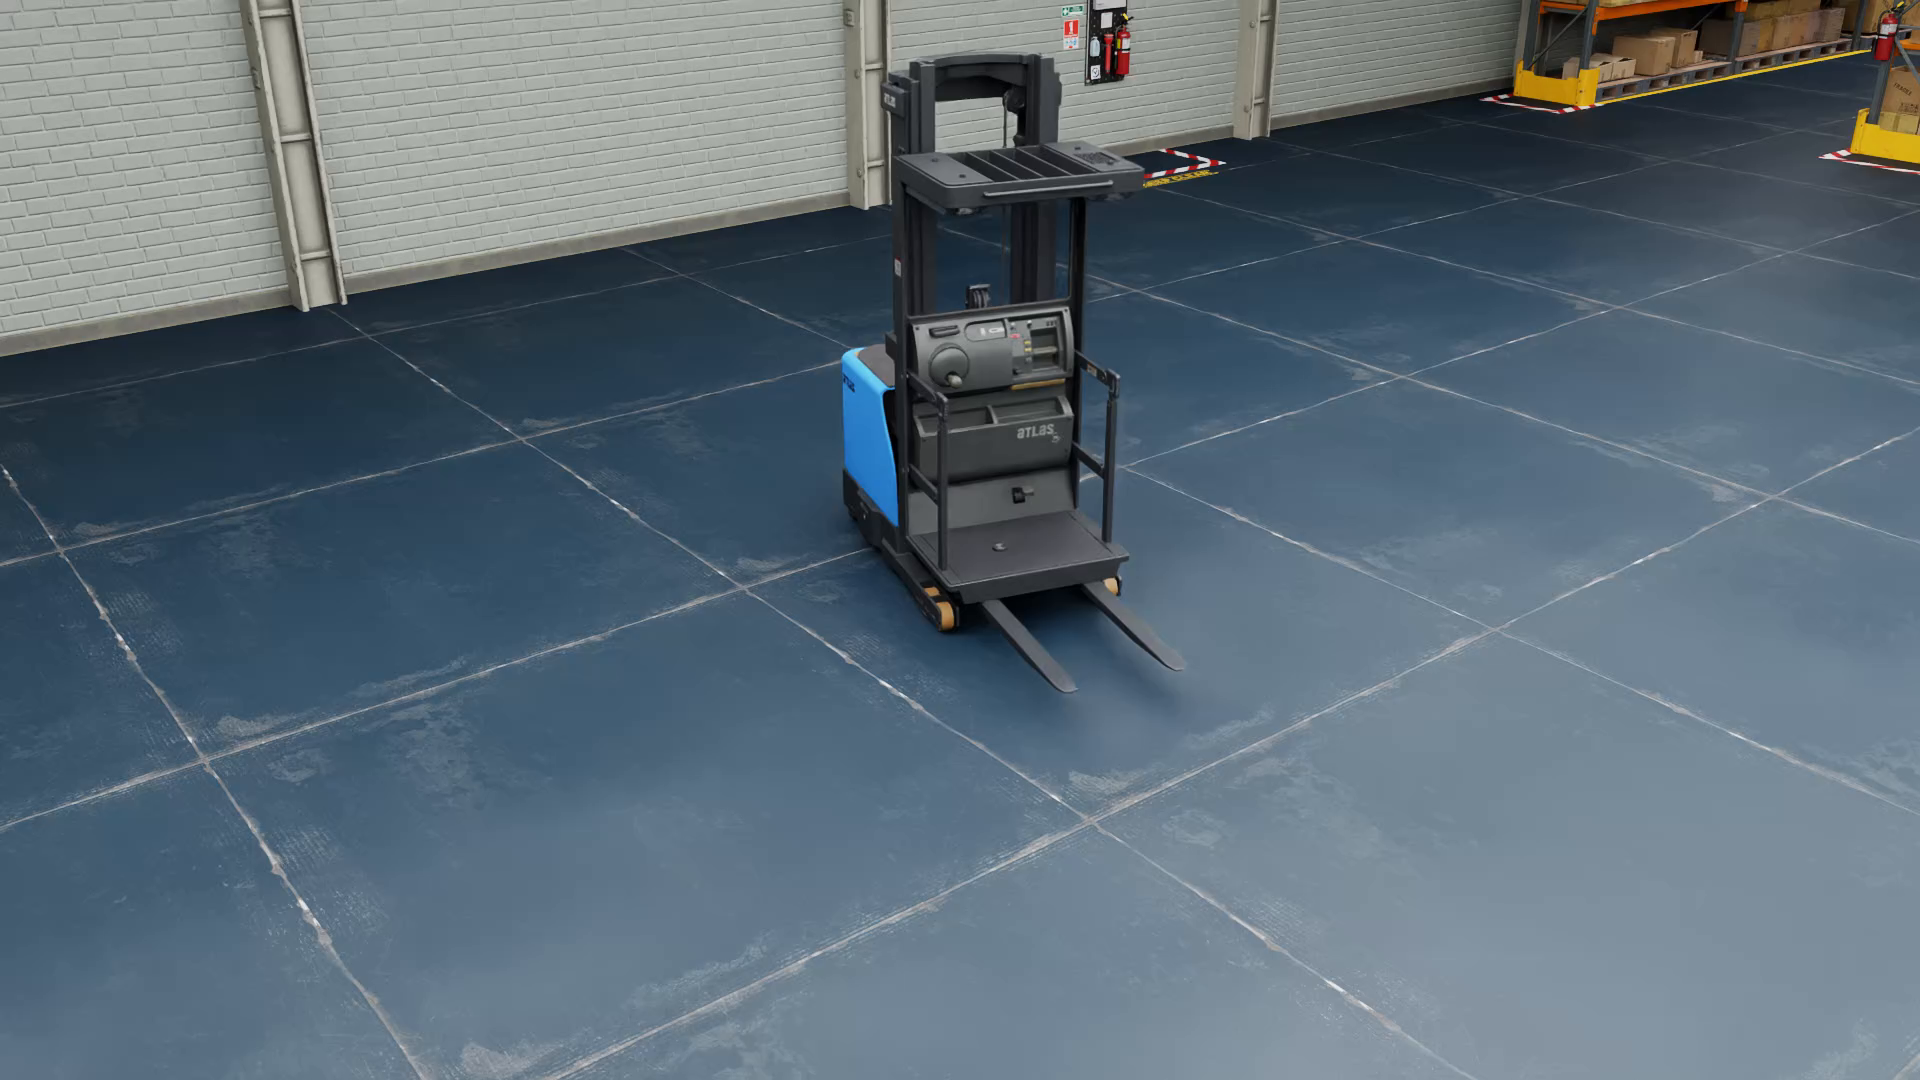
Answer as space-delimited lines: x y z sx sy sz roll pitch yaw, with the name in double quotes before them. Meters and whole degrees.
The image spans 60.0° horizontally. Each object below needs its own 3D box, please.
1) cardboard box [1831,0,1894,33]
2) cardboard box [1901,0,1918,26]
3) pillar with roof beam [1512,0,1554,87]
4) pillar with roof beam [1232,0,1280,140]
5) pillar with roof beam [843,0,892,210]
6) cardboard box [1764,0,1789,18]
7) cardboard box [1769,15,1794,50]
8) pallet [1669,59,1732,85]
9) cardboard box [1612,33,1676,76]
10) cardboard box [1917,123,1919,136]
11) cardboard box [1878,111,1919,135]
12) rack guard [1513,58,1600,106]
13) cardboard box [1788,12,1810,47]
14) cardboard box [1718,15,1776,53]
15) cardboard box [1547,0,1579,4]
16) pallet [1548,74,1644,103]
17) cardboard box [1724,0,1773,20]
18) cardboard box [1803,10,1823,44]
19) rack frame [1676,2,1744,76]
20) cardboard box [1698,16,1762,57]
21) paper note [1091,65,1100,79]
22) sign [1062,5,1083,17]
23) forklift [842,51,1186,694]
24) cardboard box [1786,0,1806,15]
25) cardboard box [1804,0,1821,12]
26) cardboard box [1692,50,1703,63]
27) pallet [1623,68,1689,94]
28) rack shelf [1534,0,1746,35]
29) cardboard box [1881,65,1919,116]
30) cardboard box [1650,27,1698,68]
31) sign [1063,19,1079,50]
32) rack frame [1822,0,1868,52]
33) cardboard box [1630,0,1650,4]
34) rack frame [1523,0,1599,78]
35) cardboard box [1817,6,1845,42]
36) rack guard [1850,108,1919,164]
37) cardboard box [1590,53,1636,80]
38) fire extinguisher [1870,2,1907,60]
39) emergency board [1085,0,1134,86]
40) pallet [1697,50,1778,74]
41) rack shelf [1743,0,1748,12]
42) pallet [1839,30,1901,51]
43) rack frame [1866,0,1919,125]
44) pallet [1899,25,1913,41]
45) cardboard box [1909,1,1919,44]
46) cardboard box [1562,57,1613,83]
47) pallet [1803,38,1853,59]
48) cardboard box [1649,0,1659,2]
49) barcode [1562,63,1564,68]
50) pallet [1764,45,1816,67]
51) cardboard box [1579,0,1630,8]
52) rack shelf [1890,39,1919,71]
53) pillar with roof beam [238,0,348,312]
"cardboard box" 15.414 -9.109 28.368 0.750 0.750 0.750 -19 31 -35
"cardboard box" 16.107 -9.334 28.854 0.750 0.750 0.750 -18 31 -34
"pillar with roof beam" 11.132 -9.431 19.881 0.400 9.000 9.100 -18 31 -34
"pillar with roof beam" 6.411 -7.872 16.523 0.400 9.000 9.100 -18 31 -34
"pillar with roof beam" 1.689 -6.314 13.165 0.400 9.000 9.100 -18 31 -34
"cardboard box" 12.927 -8.561 26.689 0.500 0.250 0.500 -19 31 -35
"cardboard box" 12.977 -8.239 26.886 0.500 0.500 0.700 -18 30 -33
"pallet" 11.100 -7.256 25.633 1.213 0.211 1.003 -18 31 -34
"cardboard box" 10.115 -7.205 24.659 0.500 0.500 0.700 -21 32 -37
"cardboard box" 12.078 -5.036 20.306 0.500 0.250 0.500 -18 31 -34
"cardboard box" 11.758 -5.208 20.676 0.500 0.250 0.500 -18 31 -34
"rack guard" 8.518 -6.553 23.777 0.348 0.500 1.175 -18 31 -34
"cardboard box" 13.369 -8.373 27.175 0.500 0.500 0.700 -18 31 -34
"cardboard box" 12.551 -8.120 26.629 0.500 0.500 0.700 -19 31 -35
"cardboard box" 8.707 -7.794 23.635 0.500 0.250 0.500 -18 30 -33
"pallet" 9.180 -6.622 24.267 1.213 0.211 1.003 -18 31 -34
"cardboard box" 12.520 -8.425 26.395 0.500 0.250 0.500 -19 31 -35
"cardboard box" 13.742 -8.512 27.474 0.500 0.500 0.700 -18 31 -34
"rack frame" 11.606 -8.707 25.447 0.127 3.000 1.000 -18 31 -34
"cardboard box" 12.175 -7.969 26.304 0.500 0.500 0.700 -17 30 -32
"paper note" 1.604 -5.525 19.639 0.142 0.148 0.016 -18 31 -34
"sign" 1.296 -6.093 19.144 0.331 0.109 0.001 -18 31 -34
"forklift" 0.269 -1.026 8.978 1.130 2.935 3.031 -9 27 -19
"cardboard box" 13.331 -8.685 26.956 0.500 0.250 0.500 -18 31 -34
"cardboard box" 13.732 -8.820 27.247 0.500 0.250 0.500 -18 30 -33
"cardboard box" 11.204 -7.472 25.630 0.380 0.166 0.250 22 33 39
"pallet" 10.139 -6.937 24.946 1.213 0.211 1.003 -18 31 -34
"rack shelf" 10.032 -7.861 24.479 4.000 0.370 1.077 -18 31 -34
"cardboard box" 11.757 -5.549 20.519 0.500 0.500 0.500 -18 31 -34
"cardboard box" 10.814 -7.489 25.271 0.500 0.500 0.500 -21 32 -38
"sign" 1.287 -5.855 19.260 0.234 0.329 0.001 -18 31 -34
"rack frame" 14.754 -9.746 27.686 0.127 3.000 1.000 -18 31 -34
"cardboard box" 9.438 -7.770 23.583 0.500 0.250 0.500 -19 31 -36
"rack frame" 8.459 -7.668 23.208 0.127 3.000 1.000 -18 31 -34
"cardboard box" 14.220 -8.607 27.679 0.500 0.500 0.700 -18 30 -33
"rack guard" 11.499 -4.887 20.187 0.348 0.500 1.175 -18 31 -34
"cardboard box" 9.507 -6.945 24.324 0.500 0.311 0.500 -15 29 -30
"fire extinguisher" 11.139 -6.116 19.956 0.183 0.674 0.296 -18 31 -34
"emergency board" 1.786 -5.948 19.503 0.643 1.169 0.194 -18 31 -34
"pallet" 12.218 -7.644 26.471 1.213 0.211 1.003 -18 31 -34
"rack shelf" 13.180 -8.900 26.718 4.000 0.370 1.077 -18 31 -34
"pallet" 15.421 -8.661 28.660 1.213 0.211 1.003 -18 31 -34
"rack frame" 11.518 -6.027 19.674 0.127 3.000 1.000 -18 31 -34
"pallet" 16.380 -8.976 29.339 1.213 0.211 1.003 -18 31 -34
"cardboard box" 11.894 -6.190 19.905 0.500 0.500 0.700 -18 31 -34
"cardboard box" 9.059 -6.797 24.004 0.500 0.311 0.500 -23 33 -40
"pallet" 14.138 -8.278 27.836 1.213 0.211 1.003 -18 31 -34
"cardboard box" 9.843 -7.900 23.864 0.500 0.250 0.500 -19 31 -35
"barcode" 8.826 -6.939 24.298 0.075 0.075 0.001 -18 31 -34
"pallet" 13.179 -7.963 27.157 1.213 0.211 1.003 -18 31 -34
"cardboard box" 9.039 -7.630 23.282 0.500 0.250 0.500 -19 31 -35
"rack shelf" 13.092 -6.221 20.945 4.000 0.370 1.077 -18 31 -34
"pillar with roof beam" -3.032 -4.755 9.807 0.400 9.000 9.100 -18 31 -34
